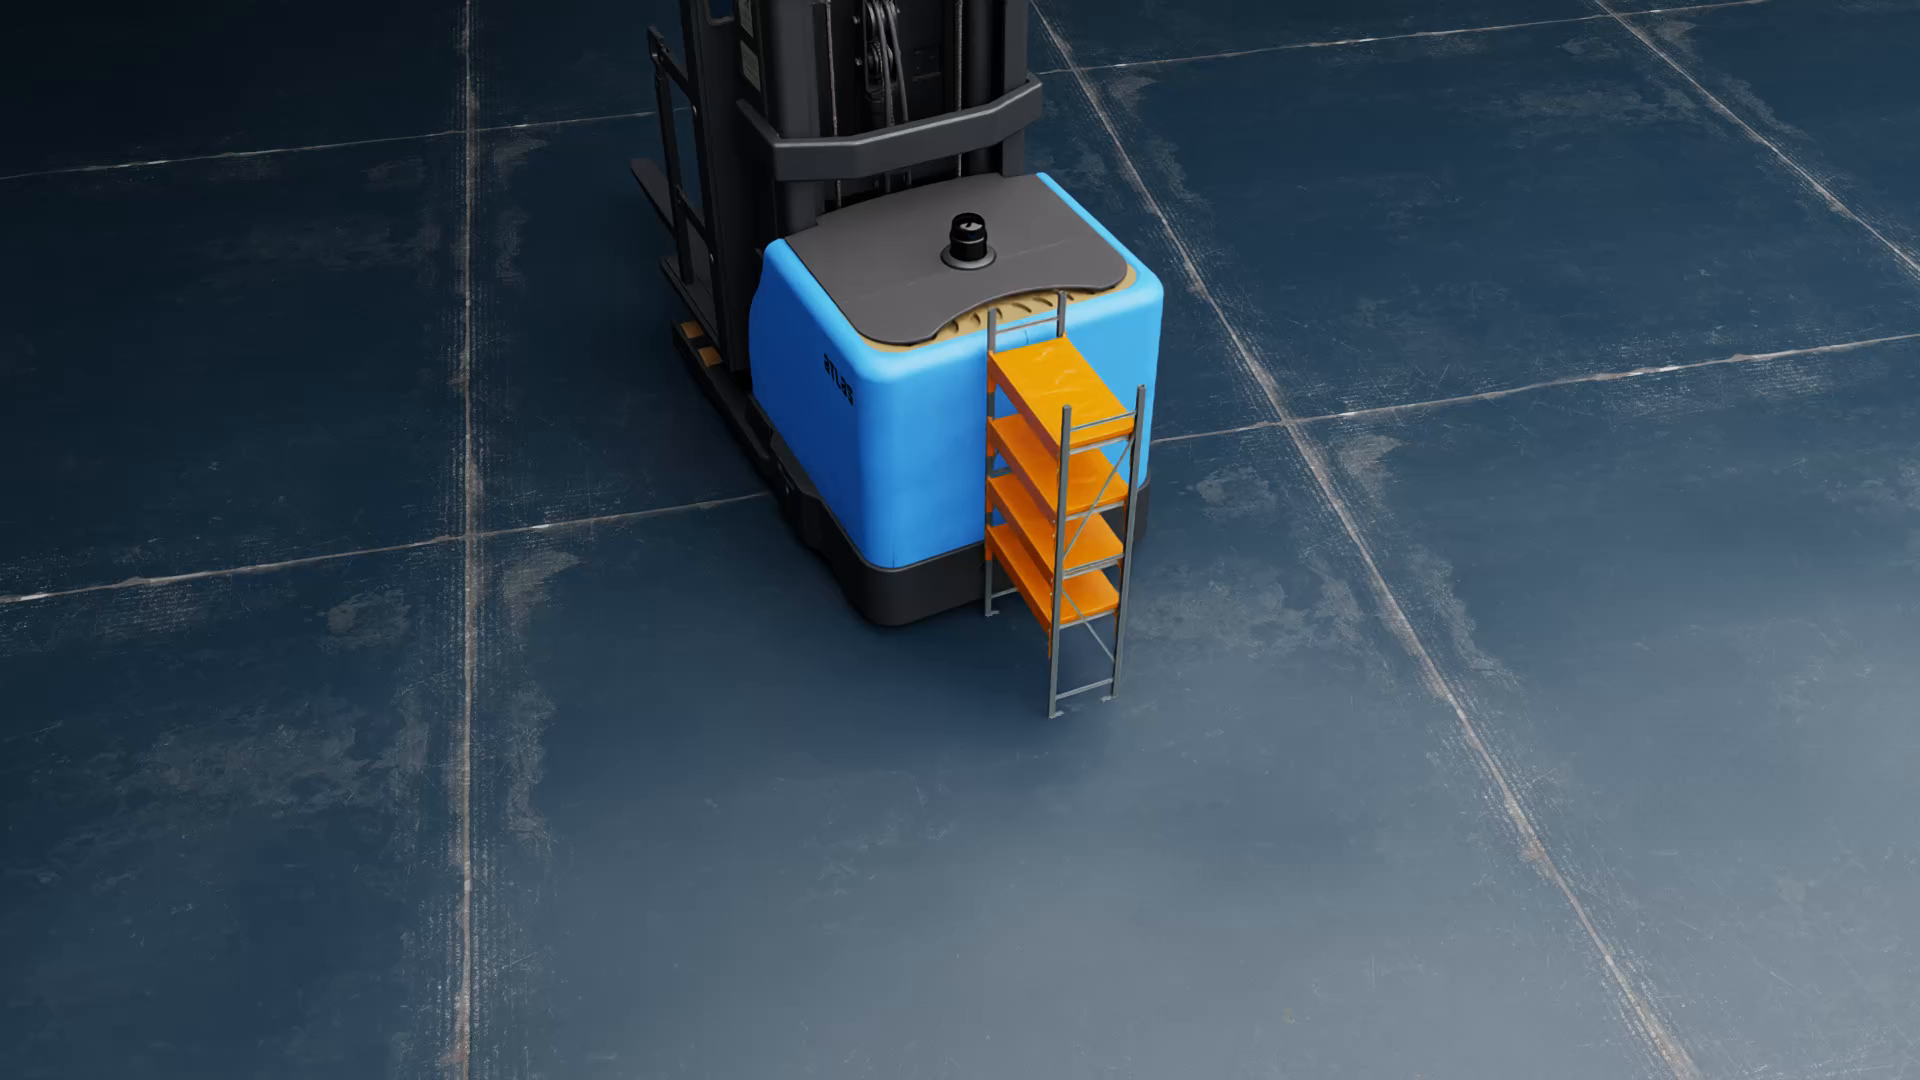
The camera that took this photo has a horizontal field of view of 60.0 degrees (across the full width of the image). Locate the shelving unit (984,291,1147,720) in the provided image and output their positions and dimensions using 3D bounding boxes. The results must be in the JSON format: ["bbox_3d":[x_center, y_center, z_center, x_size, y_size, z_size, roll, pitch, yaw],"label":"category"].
[{"bbox_3d":[0.286,-0.078,4.935,0.258,1.200,0.503,-16,44,-17],"label":"shelving unit"}]

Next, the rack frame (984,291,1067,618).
[{"bbox_3d":[0.191,-0.228,5.103,0.240,1.200,0.015,-16,44,-17],"label":"rack frame"}]

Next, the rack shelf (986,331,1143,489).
[{"bbox_3d":[0.286,-0.372,4.674,0.258,0.148,0.480,-16,44,-17],"label":"rack shelf"}]

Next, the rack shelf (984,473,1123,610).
[{"bbox_3d":[0.286,-0.028,4.979,0.258,0.148,0.480,-16,44,-17],"label":"rack shelf"}]

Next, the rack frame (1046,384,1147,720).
[{"bbox_3d":[0.381,0.071,4.766,0.240,1.200,0.015,-16,44,-17],"label":"rack frame"}]

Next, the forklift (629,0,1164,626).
[{"bbox_3d":[-0.473,-1.796,5.566,1.130,2.935,3.031,-18,45,-20],"label":"forklift"}]

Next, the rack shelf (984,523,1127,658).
[{"bbox_3d":[0.286,0.120,5.111,0.258,0.148,0.480,-16,44,-17],"label":"rack shelf"}]

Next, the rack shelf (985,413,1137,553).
[{"bbox_3d":[0.286,-0.195,4.831,0.258,0.148,0.480,-16,44,-17],"label":"rack shelf"}]
